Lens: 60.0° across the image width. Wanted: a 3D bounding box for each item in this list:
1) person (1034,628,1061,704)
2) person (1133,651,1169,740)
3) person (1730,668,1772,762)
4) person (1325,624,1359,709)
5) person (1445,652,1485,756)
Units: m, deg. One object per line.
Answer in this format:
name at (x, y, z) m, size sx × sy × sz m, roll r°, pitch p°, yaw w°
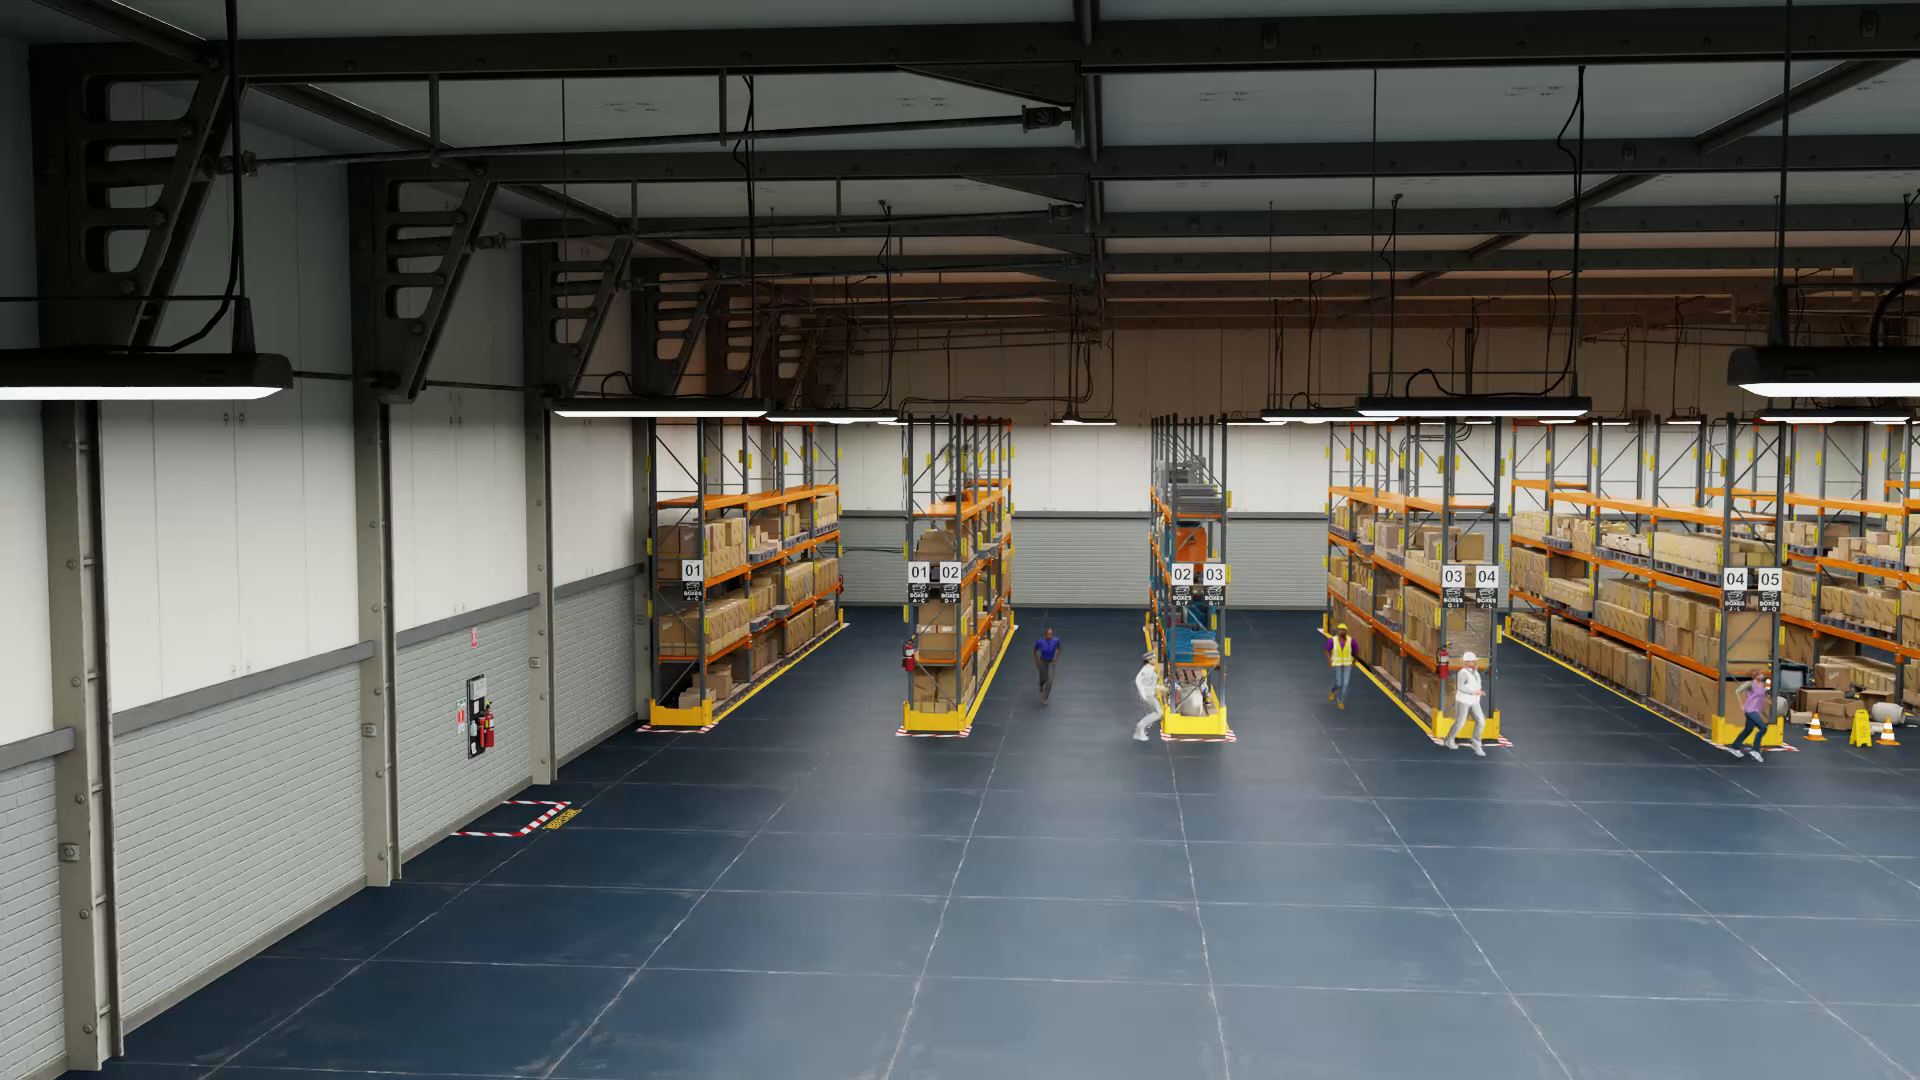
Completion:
person at (1.811, 2.604, 34.861) m, size 0.575 × 1.582 × 0.846 m, roll -1°, pitch 4°, yaw -11°
person at (3.494, 2.846, 30.461) m, size 0.637 × 1.649 × 0.598 m, roll 1°, pitch 4°, yaw 14°
person at (13.675, 2.983, 28.700) m, size 0.525 × 1.586 × 0.666 m, roll -3°, pitch 5°, yaw -39°
person at (7.839, 2.573, 34.077) m, size 0.690 × 1.734 × 0.581 m, roll 0°, pitch 4°, yaw 5°
person at (8.918, 2.877, 29.237) m, size 0.646 × 1.834 × 0.820 m, roll -3°, pitch 5°, yaw -35°
